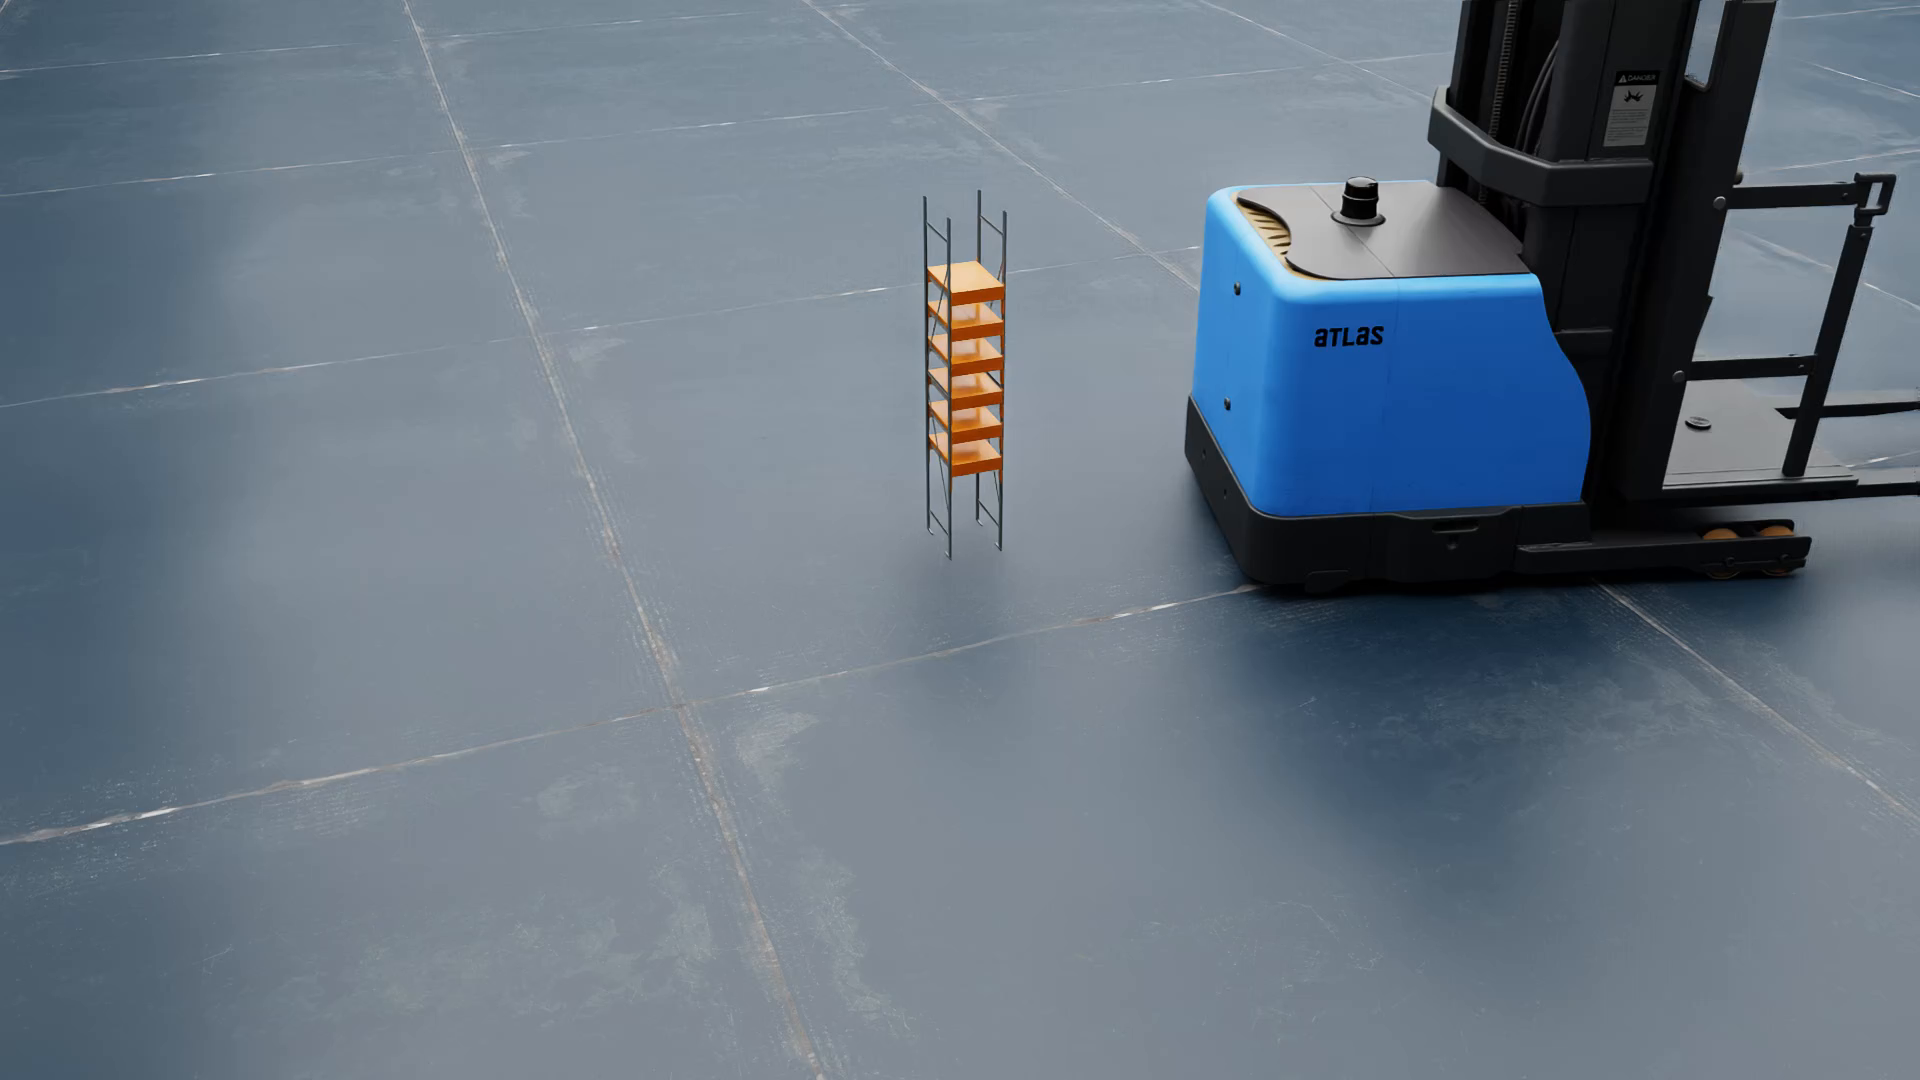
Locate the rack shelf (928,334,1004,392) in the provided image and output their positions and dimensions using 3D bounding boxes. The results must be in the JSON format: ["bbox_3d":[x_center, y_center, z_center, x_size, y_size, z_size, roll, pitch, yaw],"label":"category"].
[{"bbox_3d":[0.014,-0.589,5.420,0.180,0.103,0.258,-10,31,-18],"label":"rack shelf"}]

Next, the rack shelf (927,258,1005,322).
[{"bbox_3d":[0.014,-0.798,5.301,0.180,0.103,0.258,-10,31,-18],"label":"rack shelf"}]

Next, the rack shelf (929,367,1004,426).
[{"bbox_3d":[0.014,-0.485,5.479,0.180,0.103,0.258,-10,31,-18],"label":"rack shelf"}]

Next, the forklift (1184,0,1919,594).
[{"bbox_3d":[2.383,-1.401,5.248,3.031,2.935,1.130,-3,30,-5],"label":"forklift"}]

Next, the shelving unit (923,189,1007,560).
[{"bbox_3d":[0.014,-0.524,5.457,0.189,1.200,0.258,-10,31,-18],"label":"shelving unit"}]

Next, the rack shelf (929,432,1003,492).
[{"bbox_3d":[0.014,-0.277,5.598,0.180,0.103,0.258,-10,31,-18],"label":"rack shelf"}]

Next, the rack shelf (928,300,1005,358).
[{"bbox_3d":[0.014,-0.694,5.361,0.180,0.103,0.258,-10,31,-18],"label":"rack shelf"}]

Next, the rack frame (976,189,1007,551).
[{"bbox_3d":[0.099,-0.540,5.485,0.006,1.200,0.240,-10,31,-18],"label":"rack frame"}]

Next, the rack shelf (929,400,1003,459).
[{"bbox_3d":[0.014,-0.381,5.539,0.180,0.103,0.258,-10,31,-18],"label":"rack shelf"}]

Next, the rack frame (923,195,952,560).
[{"bbox_3d":[-0.072,-0.508,5.430,0.006,1.200,0.240,-10,31,-18],"label":"rack frame"}]
